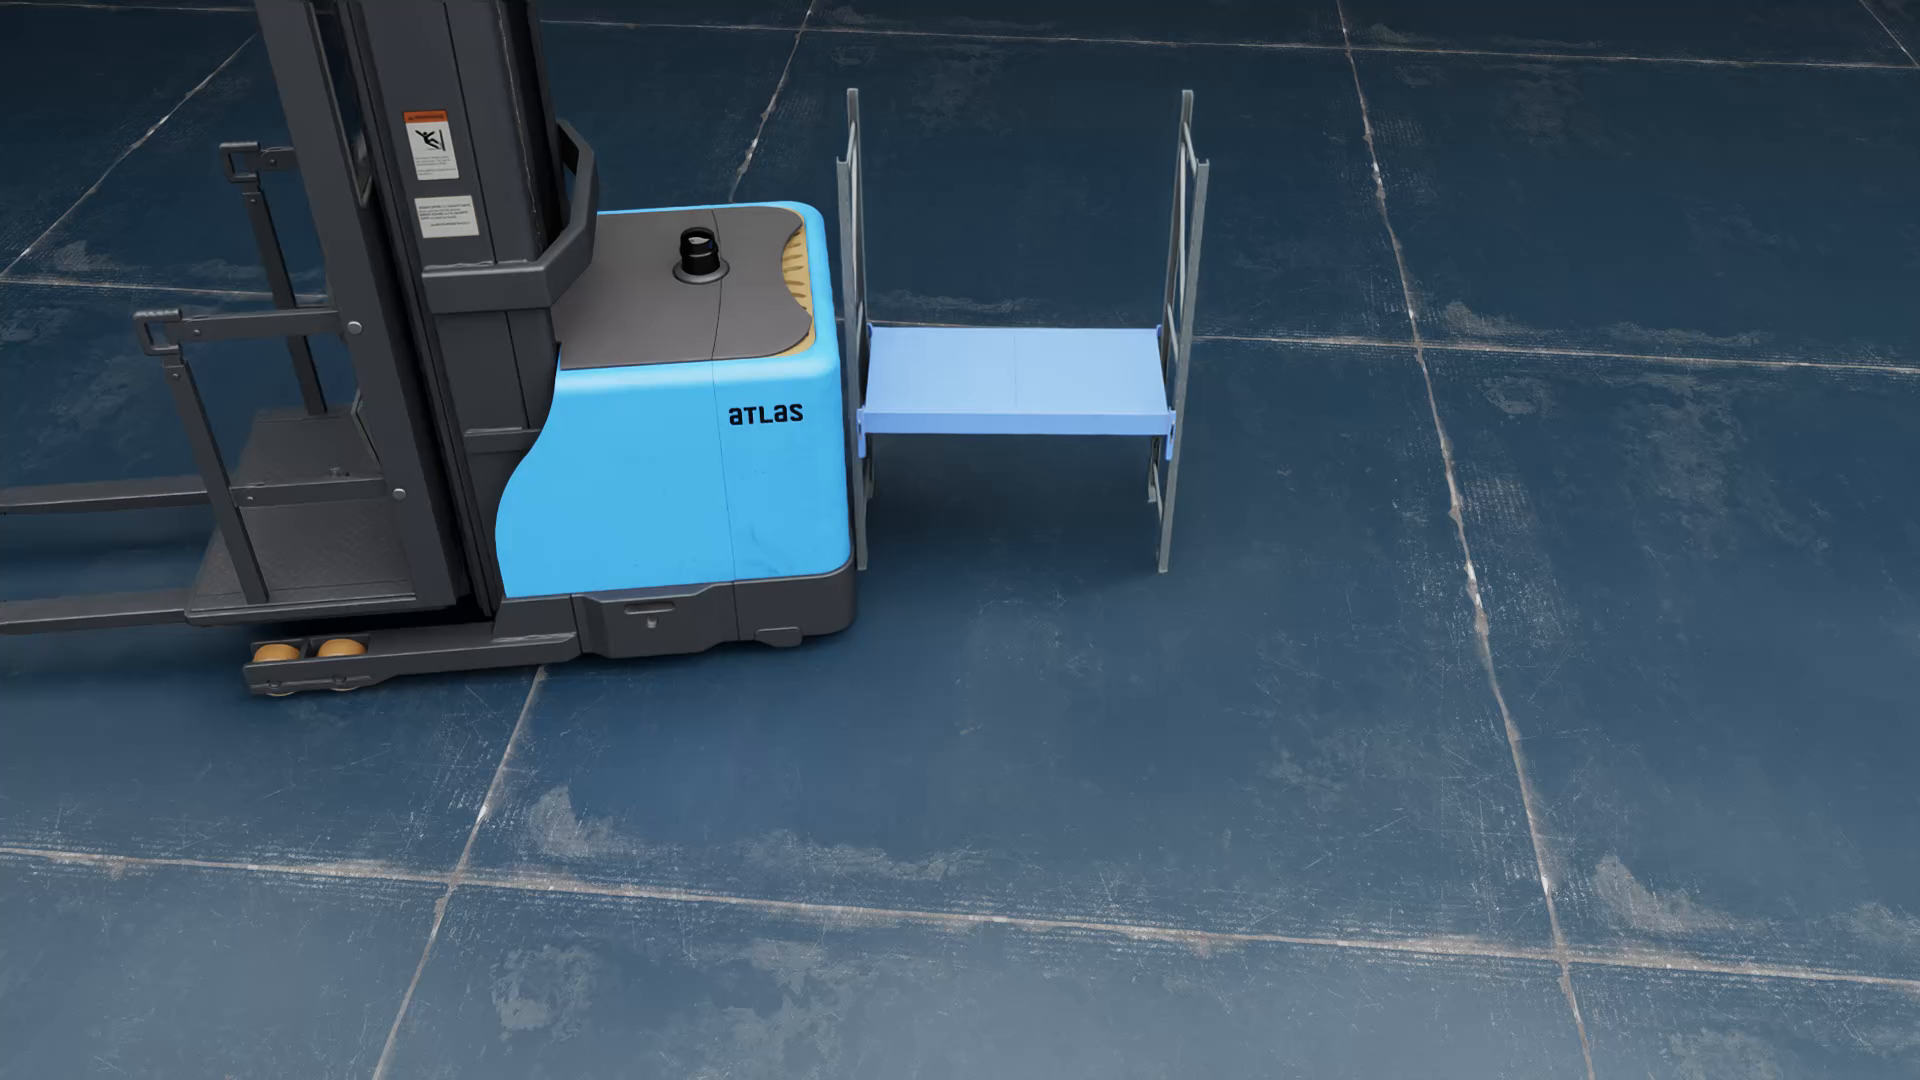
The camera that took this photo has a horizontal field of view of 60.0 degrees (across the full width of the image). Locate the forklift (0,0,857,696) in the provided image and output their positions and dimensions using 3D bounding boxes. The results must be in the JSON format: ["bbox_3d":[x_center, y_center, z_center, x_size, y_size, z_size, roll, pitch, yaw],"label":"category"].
[{"bbox_3d":[-1.886,-1.007,4.665,3.031,2.935,1.130,-4,39,-5],"label":"forklift"}]

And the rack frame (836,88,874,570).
[{"bbox_3d":[-0.329,-0.637,5.344,0.032,1.500,0.500,0,39,1],"label":"rack frame"}]

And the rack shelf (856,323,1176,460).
[{"bbox_3d":[0.179,-0.493,5.452,1.000,0.185,0.538,0,39,1],"label":"rack shelf"}]

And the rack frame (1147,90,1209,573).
[{"bbox_3d":[0.687,-0.628,5.334,0.032,1.500,0.500,0,39,1],"label":"rack frame"}]

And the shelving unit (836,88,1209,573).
[{"bbox_3d":[0.179,-0.632,5.339,1.048,1.500,0.538,0,39,1],"label":"shelving unit"}]
